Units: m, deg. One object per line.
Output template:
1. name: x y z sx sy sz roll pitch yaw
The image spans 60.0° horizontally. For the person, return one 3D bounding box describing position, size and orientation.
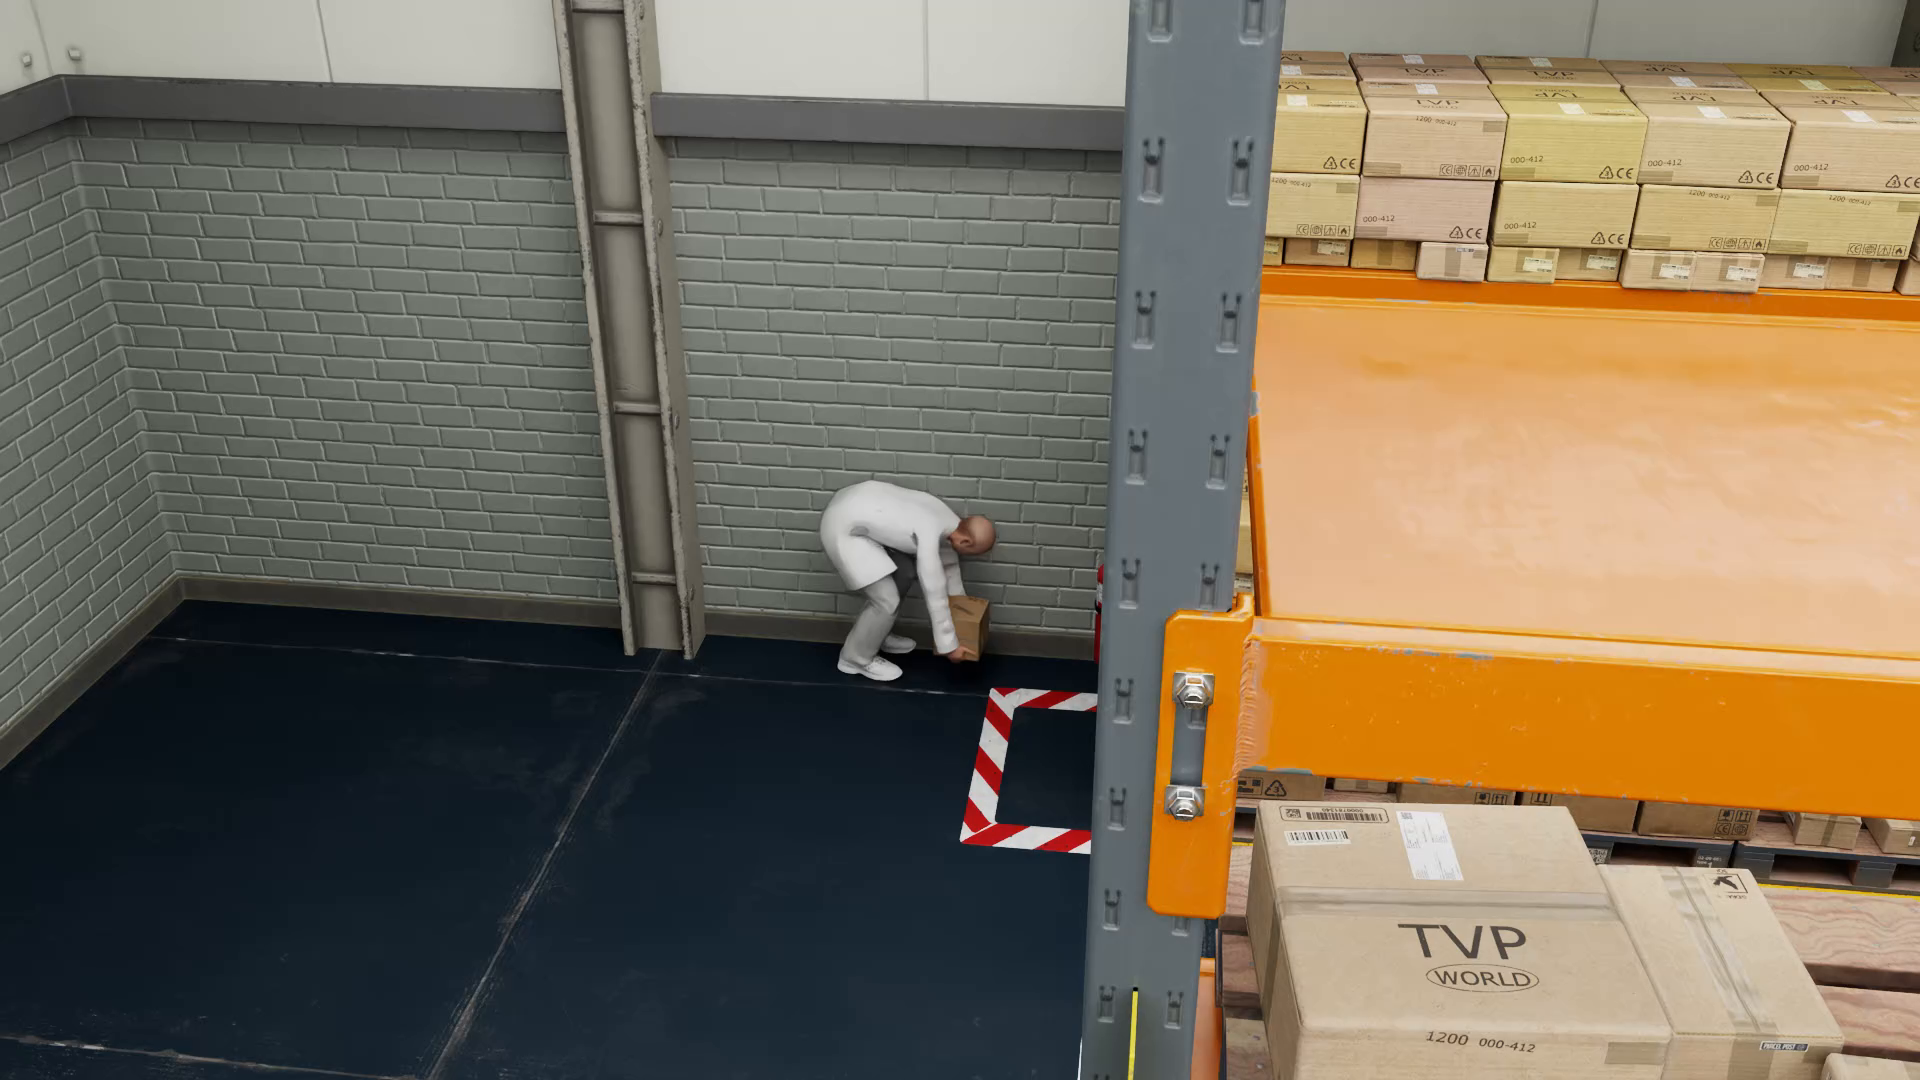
1. person: -0.273 0.214 8.967 0.949 1.089 0.578 5 28 10
